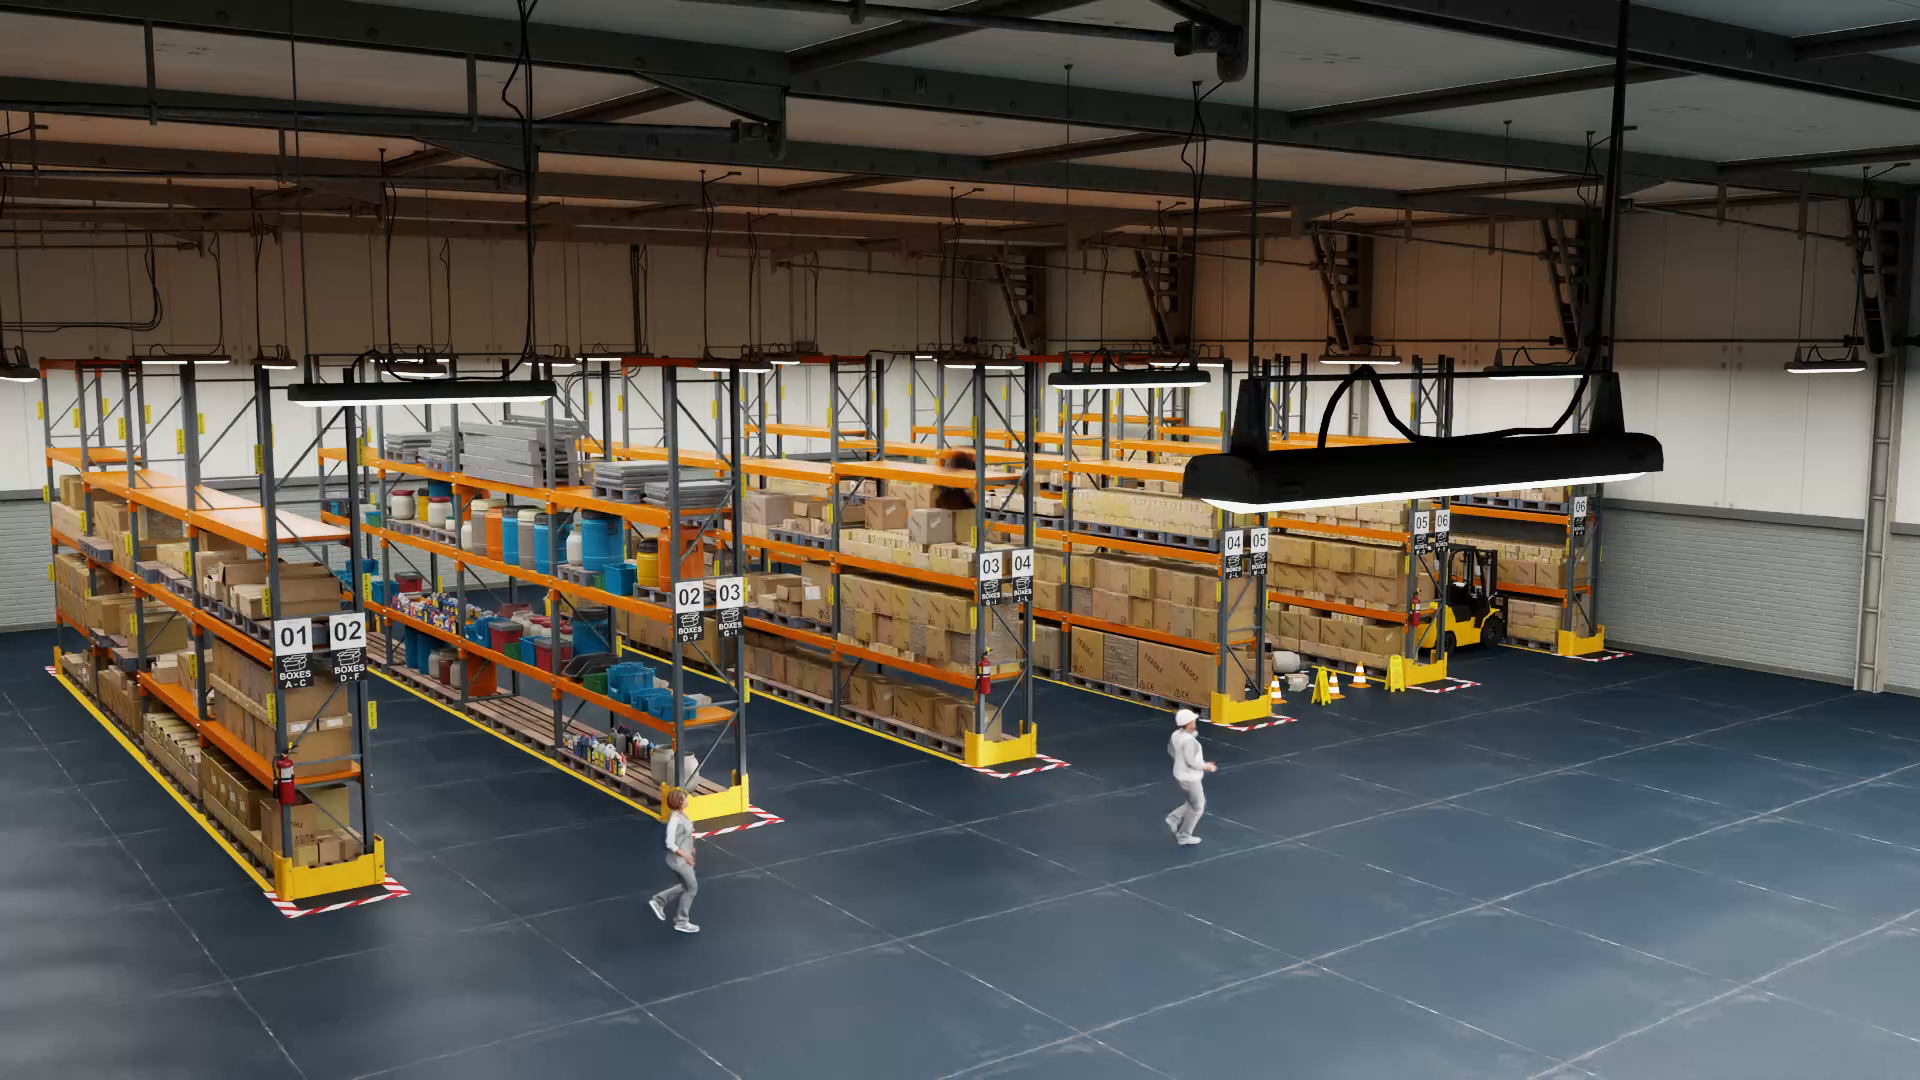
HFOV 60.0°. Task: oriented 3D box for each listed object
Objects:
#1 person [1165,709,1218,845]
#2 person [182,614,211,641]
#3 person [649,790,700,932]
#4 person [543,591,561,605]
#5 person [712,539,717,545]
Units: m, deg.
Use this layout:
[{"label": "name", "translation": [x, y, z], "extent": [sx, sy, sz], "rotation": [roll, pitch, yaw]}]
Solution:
[{"label": "person", "translation": [2.901, 2.968, 20.902], "extent": [0.597, 1.724, 0.654], "rotation": [-1, 7, -10]}, {"label": "person", "translation": [-15.162, 1.587, 32.900], "extent": [0.518, 1.616, 0.681], "rotation": [4, 8, 28]}, {"label": "person", "translation": [-3.070, 3.437, 17.802], "extent": [0.532, 1.572, 0.536], "rotation": [-1, 7, -7]}, {"label": "person", "translation": [-9.436, 0.843, 38.752], "extent": [0.581, 1.728, 0.679], "rotation": [-2, 7, -19]}, {"label": "person", "translation": [-5.693, 0.823, 38.879], "extent": [0.685, 1.753, 0.887], "rotation": [-4, 8, -27]}]
